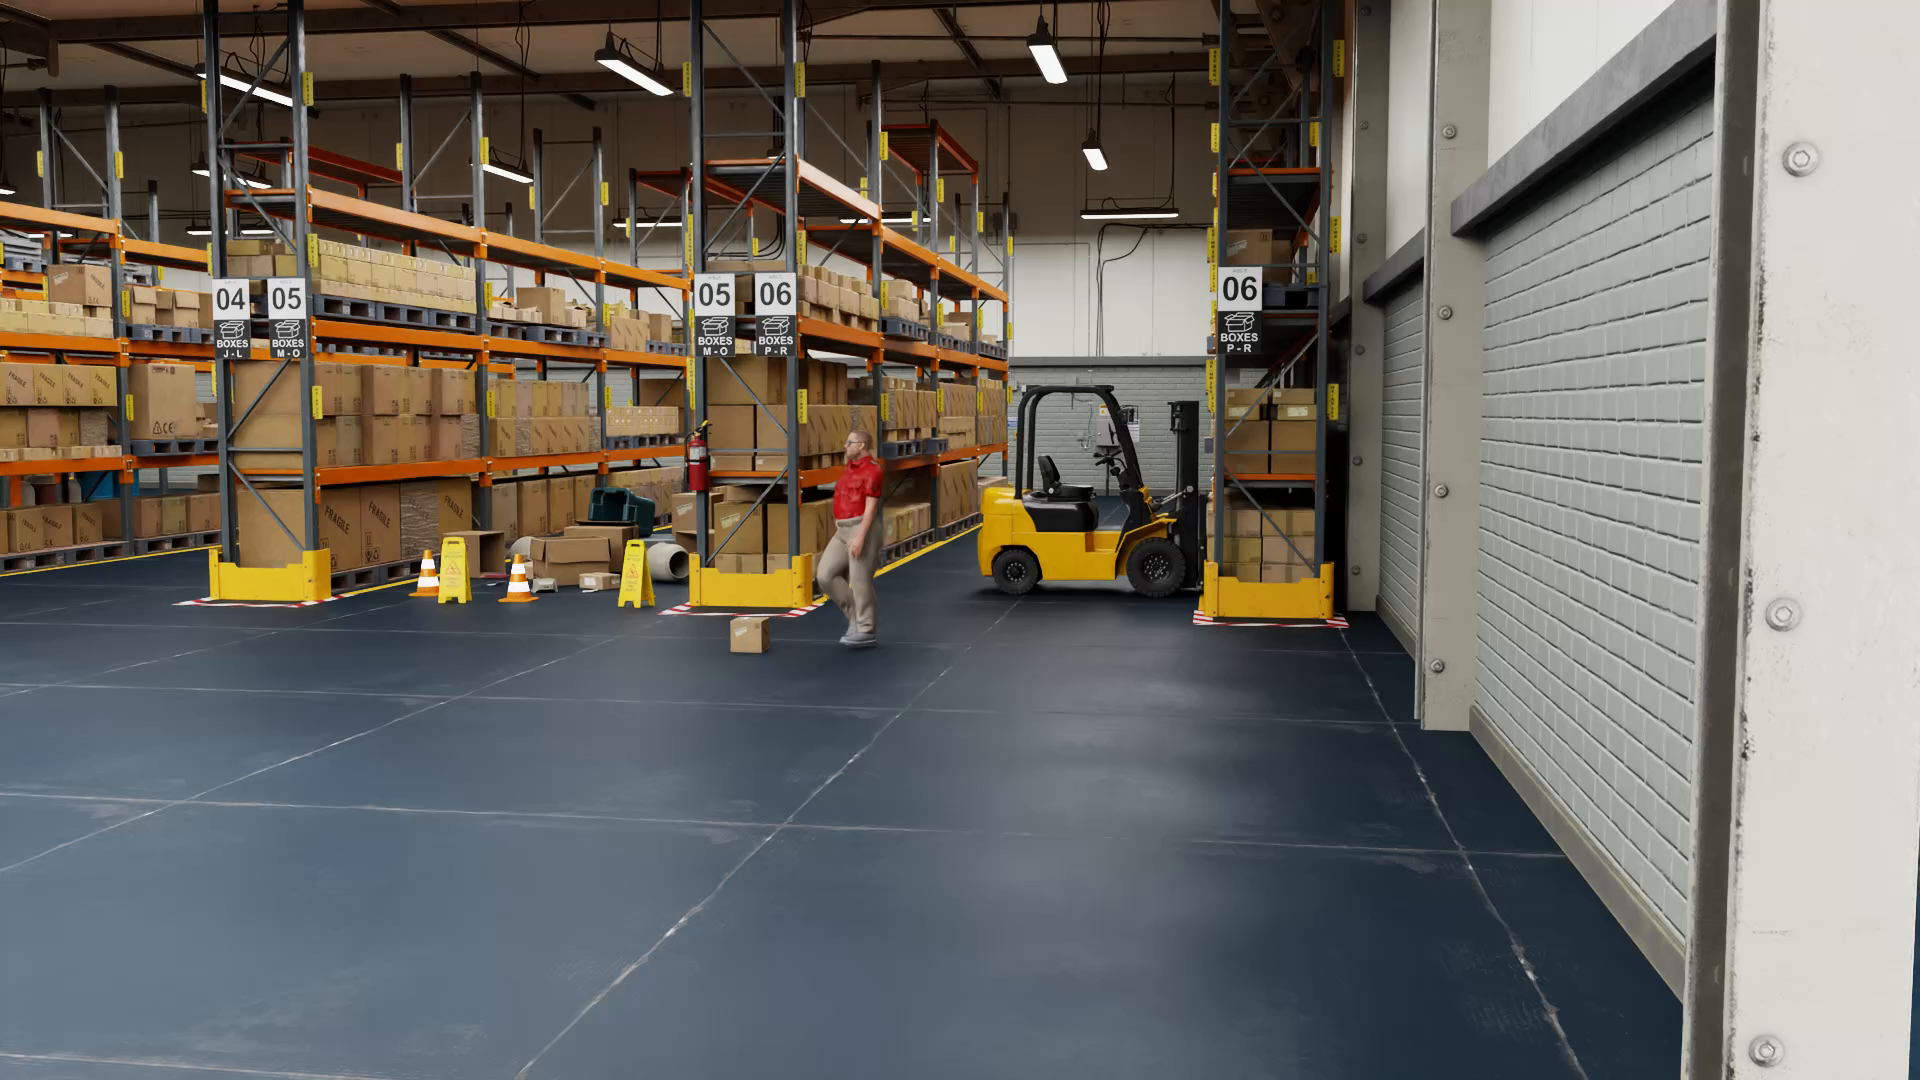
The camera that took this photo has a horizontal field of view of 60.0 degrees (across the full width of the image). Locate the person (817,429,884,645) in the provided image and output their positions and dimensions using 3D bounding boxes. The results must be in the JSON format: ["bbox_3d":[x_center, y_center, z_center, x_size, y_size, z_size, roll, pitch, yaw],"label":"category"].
[{"bbox_3d":[-0.851,-0.004,13.255,0.452,1.755,0.543,-3,6,-37],"label":"person"}]
